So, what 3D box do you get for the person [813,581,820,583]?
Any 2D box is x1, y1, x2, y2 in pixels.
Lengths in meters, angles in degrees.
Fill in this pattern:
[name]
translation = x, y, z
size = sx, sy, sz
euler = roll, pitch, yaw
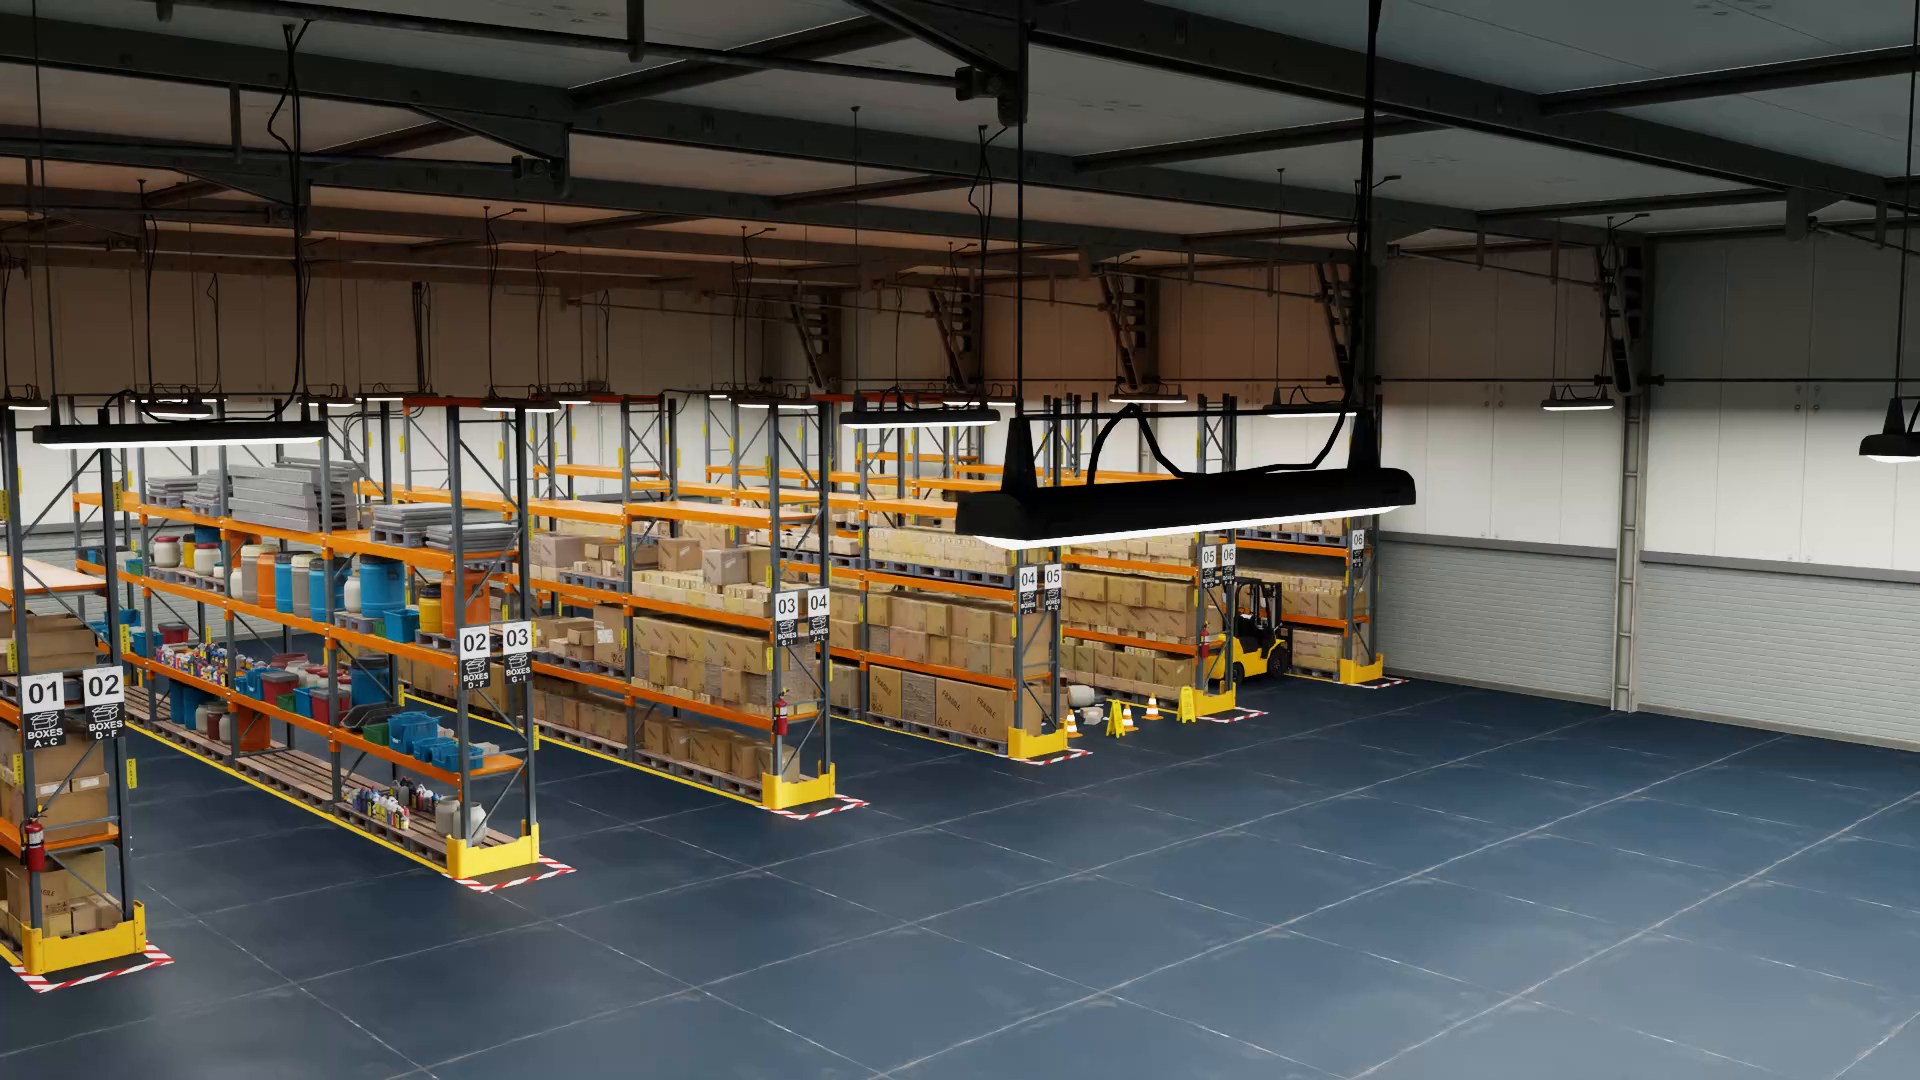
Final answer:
[person]
translation = -2.999, 1.737, 35.402
size = 0.636, 1.757, 0.474
euler = 2, 6, 19
